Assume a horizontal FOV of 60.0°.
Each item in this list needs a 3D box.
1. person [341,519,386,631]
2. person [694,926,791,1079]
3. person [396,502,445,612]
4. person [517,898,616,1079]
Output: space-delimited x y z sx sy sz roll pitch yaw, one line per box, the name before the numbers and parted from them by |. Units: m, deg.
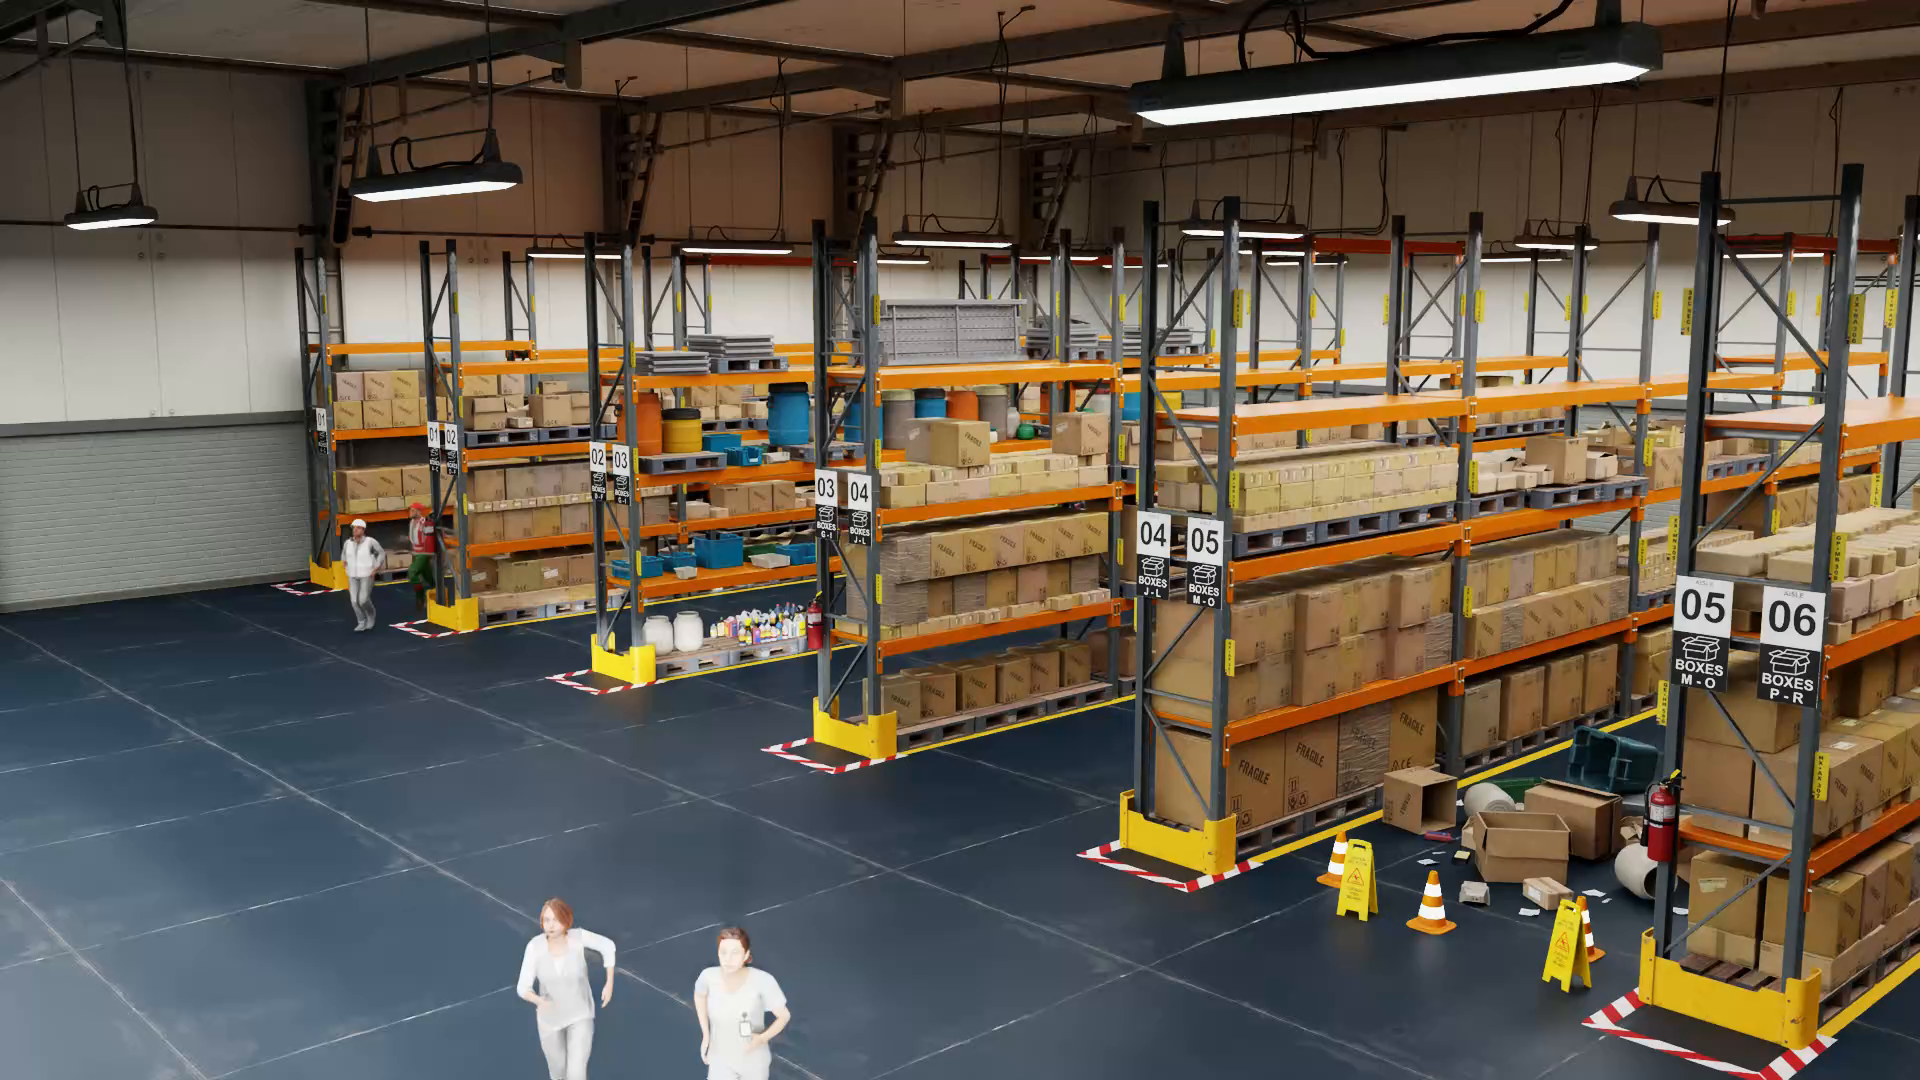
person | -9.244 0.549 25.616 0.664 1.743 0.547 1 8 4
person | -1.228 2.980 9.397 0.561 1.718 0.768 0 8 -2
person | -8.894 0.261 27.565 0.666 1.806 0.829 8 12 44
person | -2.374 2.916 10.065 0.546 1.596 0.815 -1 8 -4
